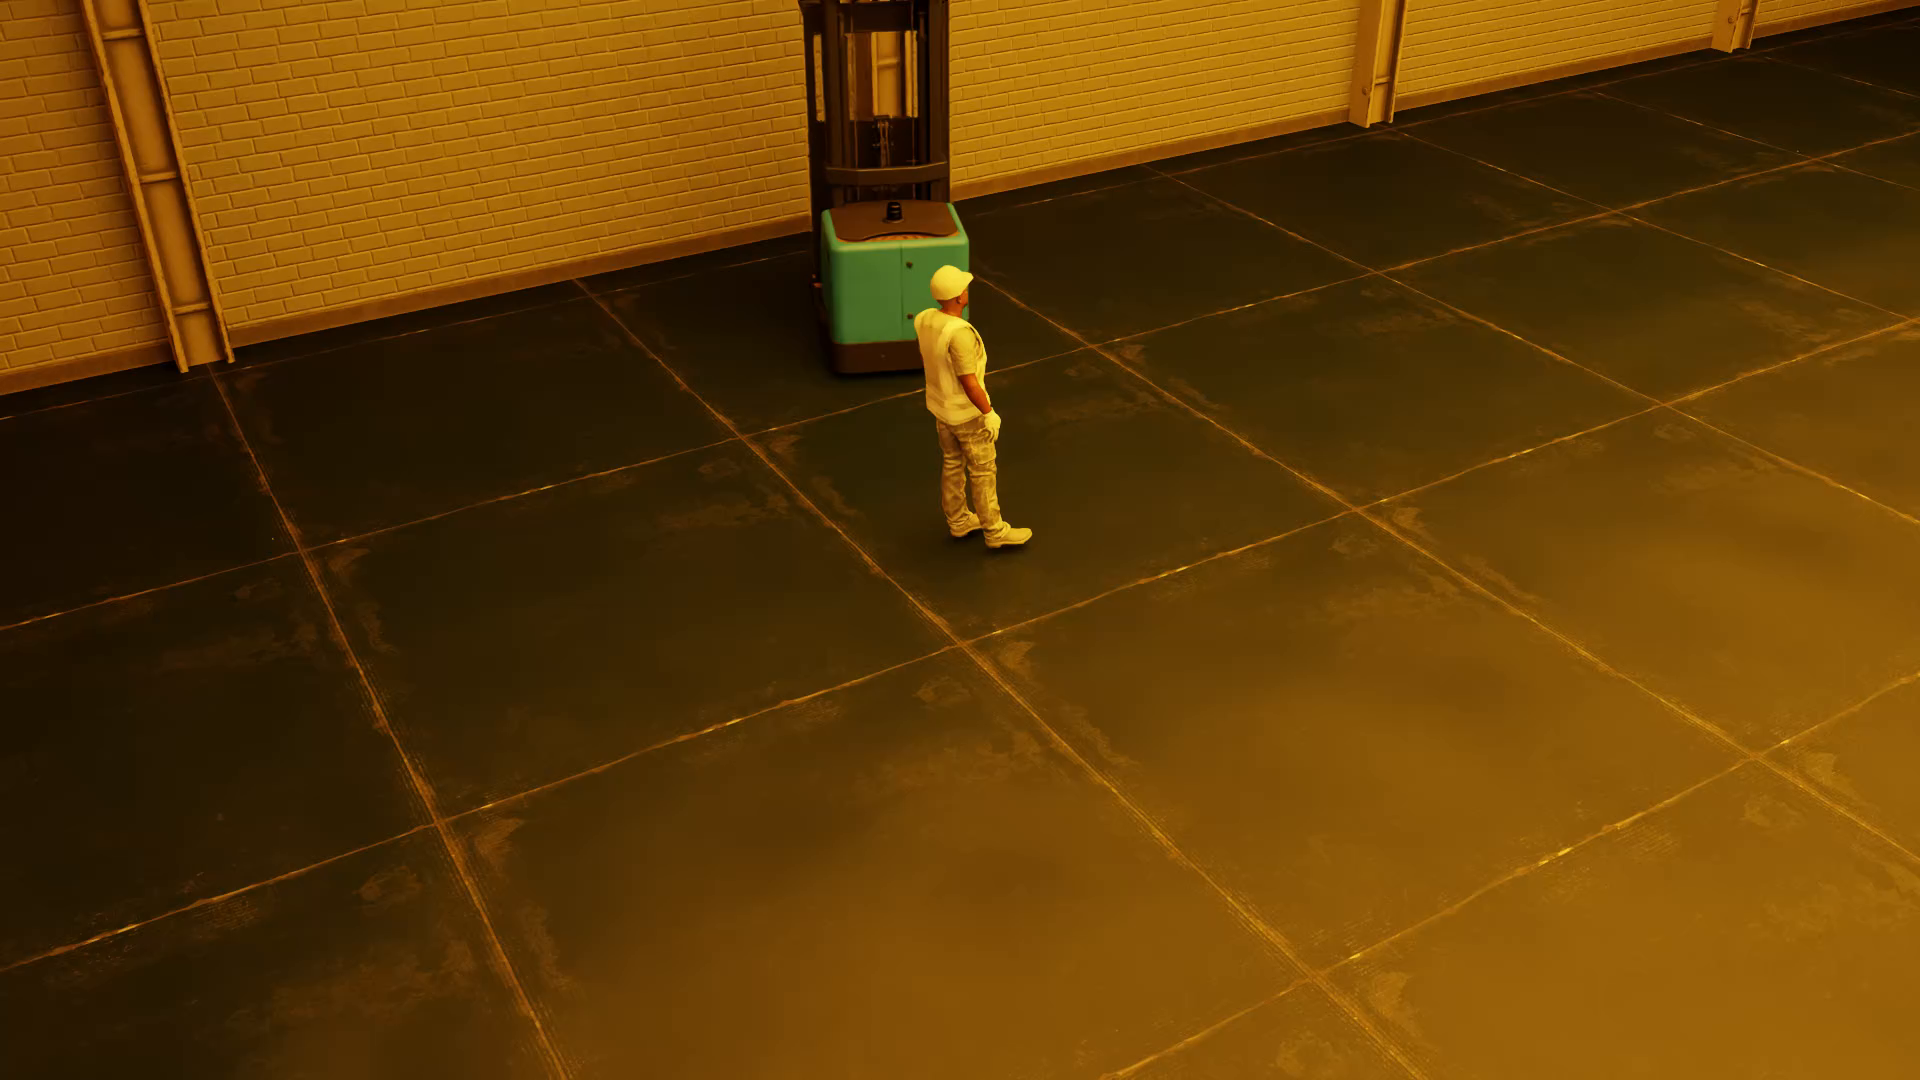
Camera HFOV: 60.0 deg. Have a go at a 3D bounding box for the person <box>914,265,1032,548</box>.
[{"bbox_3d":[0.066,-0.821,10.043,0.575,1.784,0.657,-17,35,-26],"label":"person"}]

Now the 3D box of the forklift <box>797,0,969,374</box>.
[{"bbox_3d":[-0.664,-3.241,13.060,1.130,2.935,3.031,-5,31,-8],"label":"forklift"}]
